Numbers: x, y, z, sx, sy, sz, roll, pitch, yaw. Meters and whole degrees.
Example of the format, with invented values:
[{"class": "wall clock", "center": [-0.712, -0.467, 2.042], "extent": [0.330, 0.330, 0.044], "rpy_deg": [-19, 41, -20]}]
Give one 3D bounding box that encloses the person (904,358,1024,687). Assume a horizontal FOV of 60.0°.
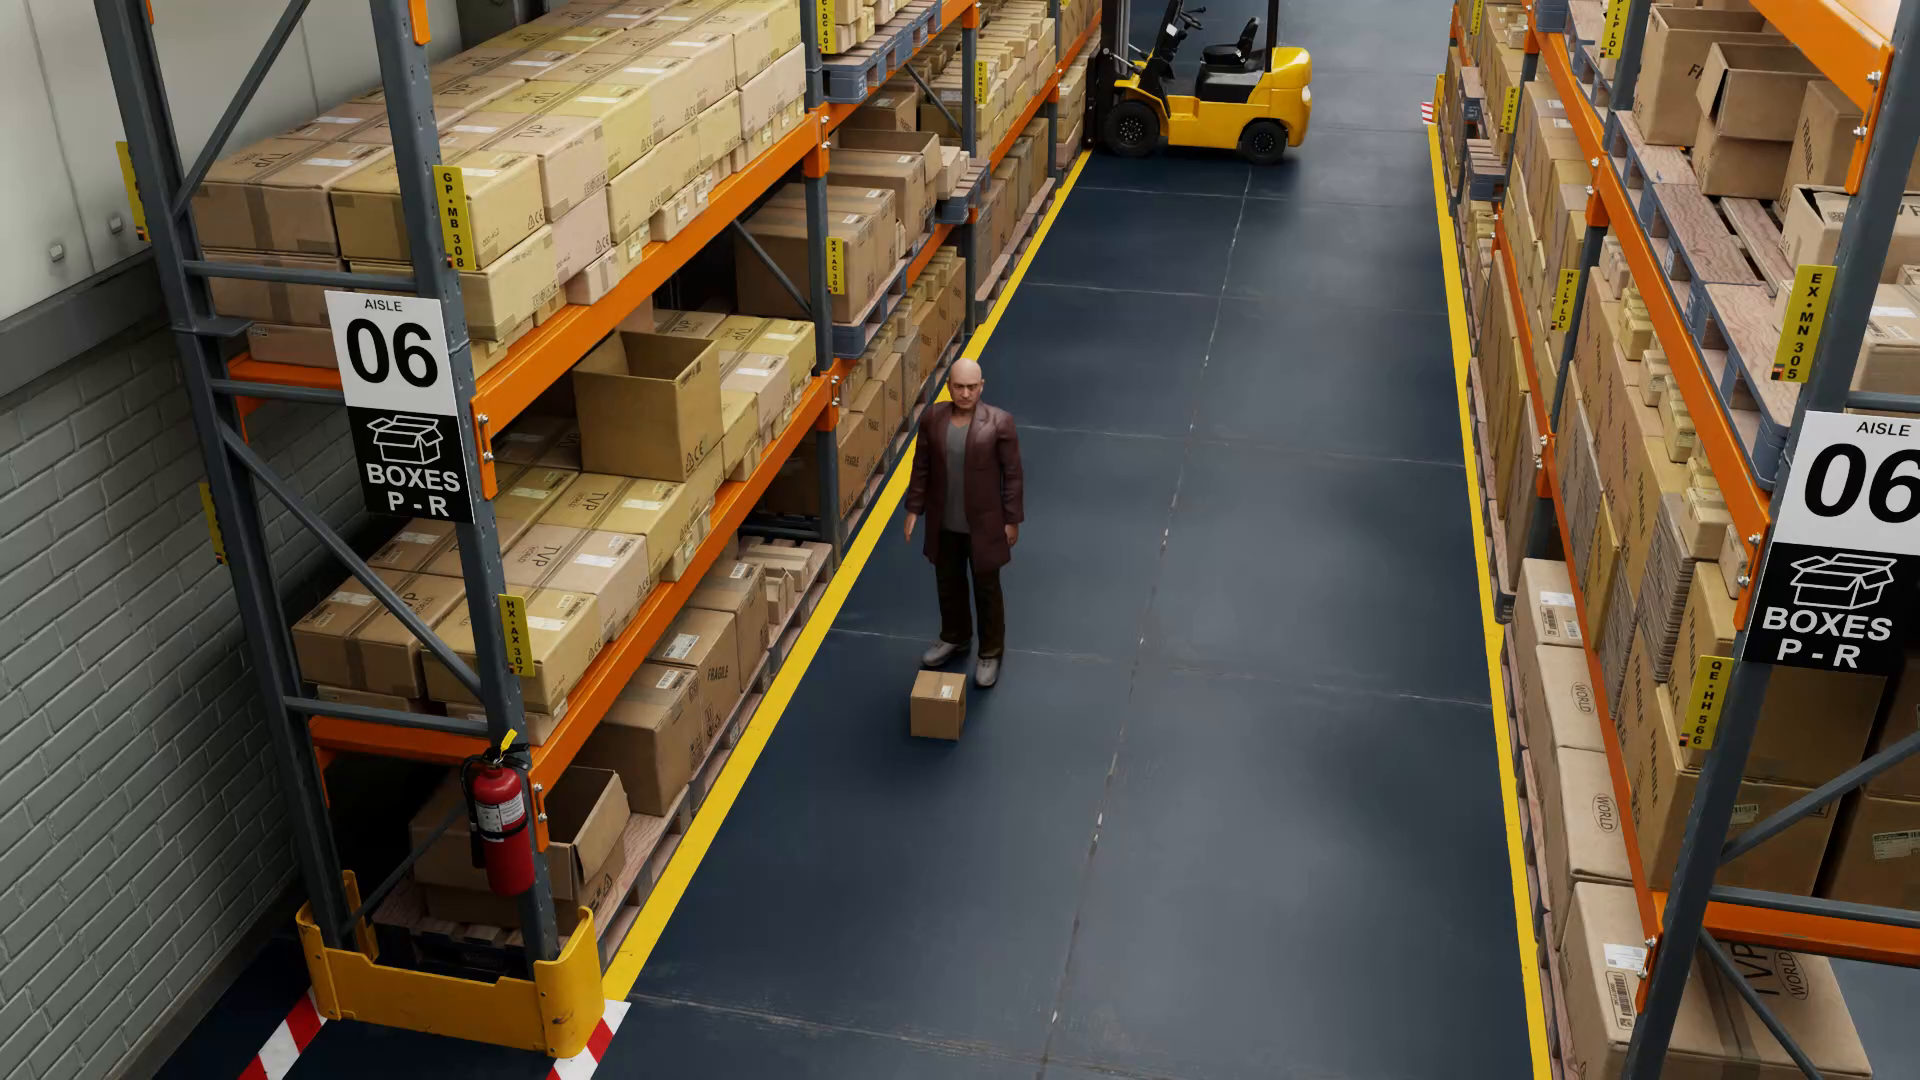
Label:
[{"class": "person", "center": [0.005, -0.102, 8.788], "extent": [0.653, 1.786, 0.410], "rpy_deg": [11, 30, 19]}]
